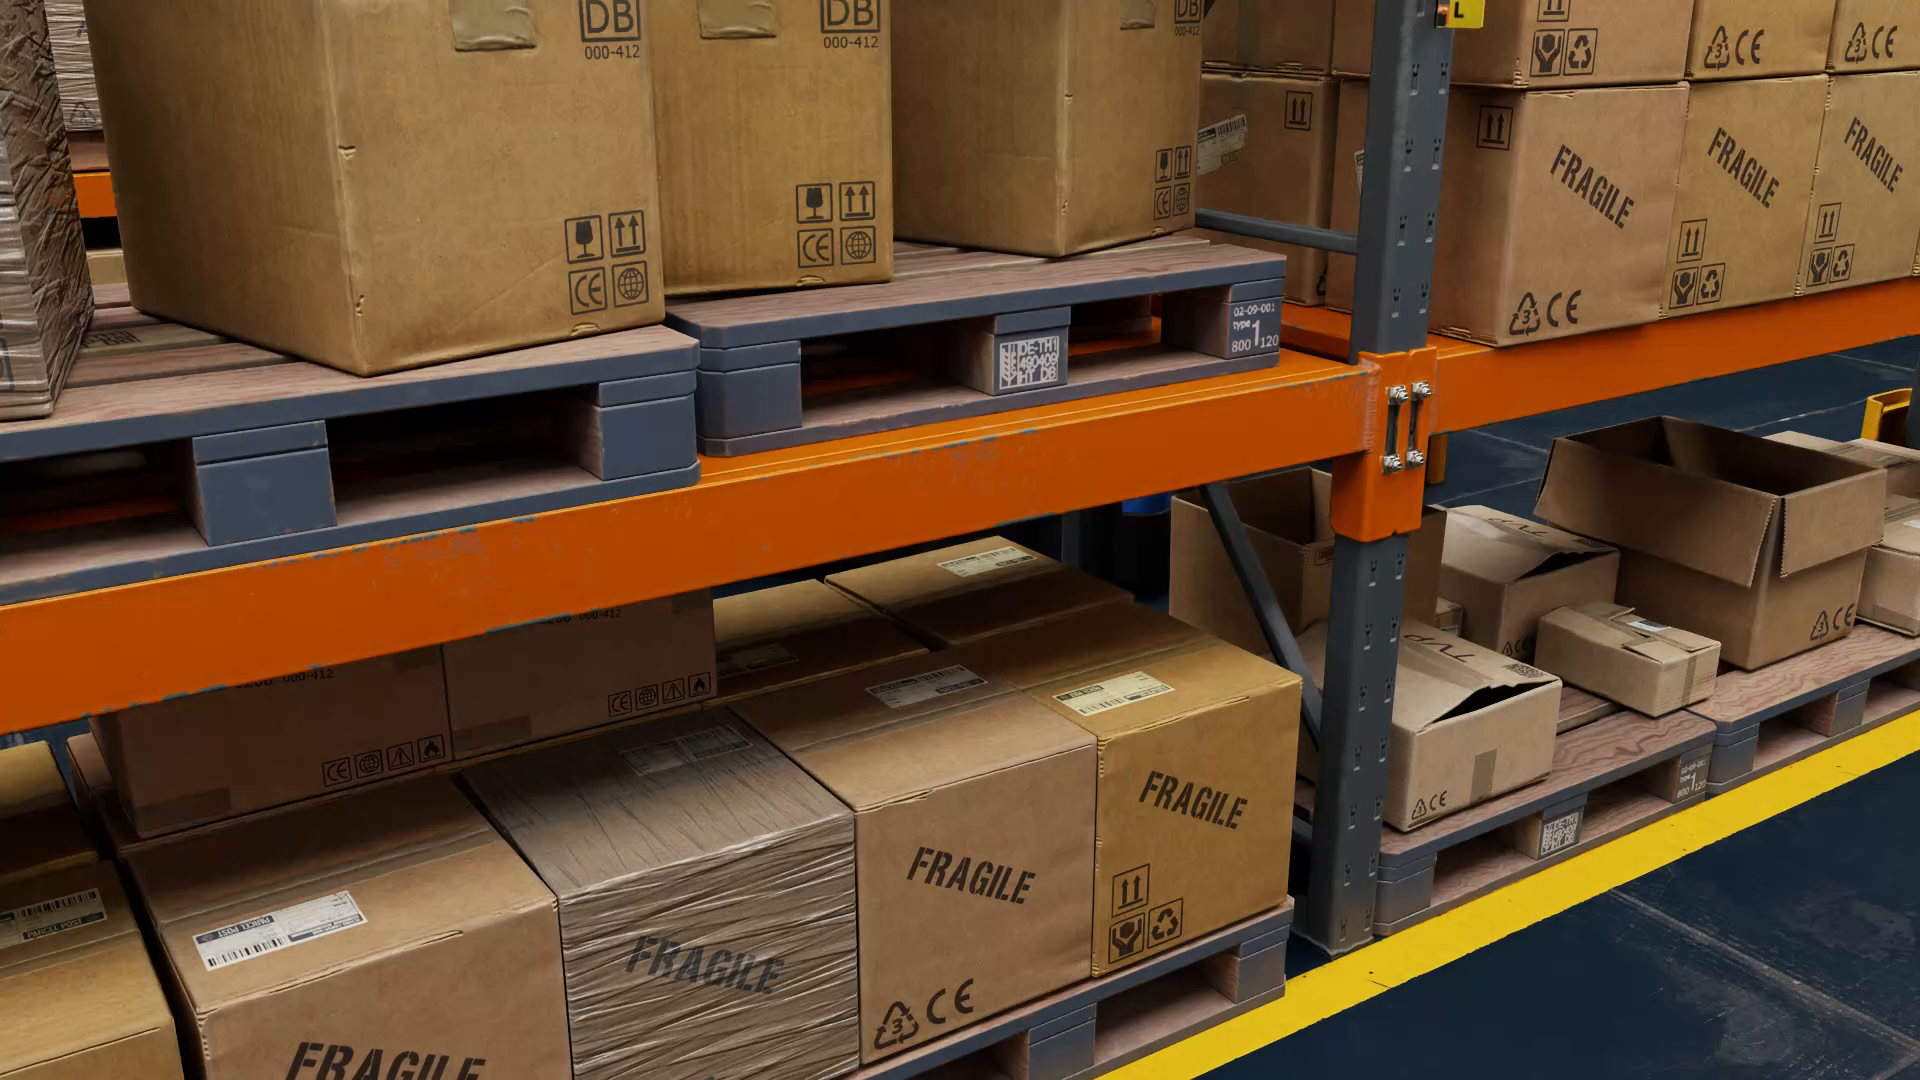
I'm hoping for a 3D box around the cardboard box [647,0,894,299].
[{"bbox_3d":[-0.482,-0.746,2.956,0.500,0.500,0.700,-8,20,-23],"label":"cardboard box"}]

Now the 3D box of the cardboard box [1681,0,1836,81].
[{"bbox_3d":[1.555,-1.281,3.633,0.500,0.500,0.500,-13,22,-33],"label":"cardboard box"}]

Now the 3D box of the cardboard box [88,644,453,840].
[{"bbox_3d":[-1.216,0.244,2.885,0.500,0.250,0.500,-12,22,-32],"label":"cardboard box"}]

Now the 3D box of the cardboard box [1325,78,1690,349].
[{"bbox_3d":[1.152,-0.726,3.551,0.500,0.500,0.500,-11,22,-30],"label":"cardboard box"}]

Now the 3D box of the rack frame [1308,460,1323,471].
[{"bbox_3d":[1.140,-0.760,6.152,0.500,1.500,0.032,15,24,37],"label":"rack frame"}]

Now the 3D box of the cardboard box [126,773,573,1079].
[{"bbox_3d":[-0.938,0.741,2.585,0.500,0.500,0.500,-13,23,-33],"label":"cardboard box"}]

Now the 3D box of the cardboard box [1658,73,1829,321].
[{"bbox_3d":[1.578,-0.817,3.821,0.500,0.500,0.500,-11,22,-30],"label":"cardboard box"}]

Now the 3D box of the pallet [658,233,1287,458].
[{"bbox_3d":[-0.151,-0.459,3.218,1.213,0.211,1.003,-12,22,-31],"label":"pallet"}]

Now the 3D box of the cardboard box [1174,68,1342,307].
[{"bbox_3d":[0.853,-0.865,3.965,0.500,0.500,0.500,-11,22,-31],"label":"cardboard box"}]

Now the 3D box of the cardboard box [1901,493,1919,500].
[{"bbox_3d":[3.211,-0.023,5.367,0.250,0.166,0.380,-12,22,-31],"label":"cardboard box"}]

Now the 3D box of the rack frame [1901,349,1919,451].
[{"bbox_3d":[3.917,-1.366,5.601,0.127,3.000,1.000,-12,22,-31],"label":"rack frame"}]

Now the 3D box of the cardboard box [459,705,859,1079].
[{"bbox_3d":[-0.515,0.651,2.852,0.500,0.500,0.500,-12,22,-31],"label":"cardboard box"}]

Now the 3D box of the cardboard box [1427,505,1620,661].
[{"bbox_3d":[1.522,0.096,4.790,0.500,0.311,0.500,-12,22,-31],"label":"cardboard box"}]

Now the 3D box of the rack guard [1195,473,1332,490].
[{"bbox_3d":[1.153,-0.173,6.367,0.587,0.250,0.087,15,24,37],"label":"rack guard"}]

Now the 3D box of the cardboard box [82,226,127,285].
[{"bbox_3d":[-3.363,-0.860,6.805,0.750,0.750,0.750,-11,22,-30],"label":"cardboard box"}]

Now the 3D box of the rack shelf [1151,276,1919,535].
[{"bbox_3d":[2.247,-0.673,4.675,4.000,0.370,1.077,-12,22,-31],"label":"rack shelf"}]

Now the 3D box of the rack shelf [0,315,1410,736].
[{"bbox_3d":[-1.094,0.032,2.591,4.000,0.370,1.077,-12,22,-31],"label":"rack shelf"}]

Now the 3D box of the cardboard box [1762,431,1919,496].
[{"bbox_3d":[2.889,-0.164,5.652,0.500,0.250,0.500,-12,22,-31],"label":"cardboard box"}]

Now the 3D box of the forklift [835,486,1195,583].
[{"bbox_3d":[-0.666,-1.445,5.943,3.031,2.935,1.130,4,19,13],"label":"forklift"}]

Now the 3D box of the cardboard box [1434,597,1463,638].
[{"bbox_3d":[1.176,0.222,4.668,0.250,0.149,0.380,-12,22,-31],"label":"cardboard box"}]

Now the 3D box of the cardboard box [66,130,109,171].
[{"bbox_3d":[-3.363,-1.529,6.444,0.250,0.149,0.380,-13,22,-33],"label":"cardboard box"}]

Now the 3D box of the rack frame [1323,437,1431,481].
[{"bbox_3d":[1.787,-1.012,6.896,0.500,1.500,0.032,15,24,37],"label":"rack frame"}]

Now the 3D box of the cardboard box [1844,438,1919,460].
[{"bbox_3d":[3.378,-0.242,6.041,0.250,0.149,0.380,-12,22,-31],"label":"cardboard box"}]

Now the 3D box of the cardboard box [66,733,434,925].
[{"bbox_3d":[-1.245,0.606,2.984,0.500,0.500,0.500,-13,23,-33],"label":"cardboard box"}]

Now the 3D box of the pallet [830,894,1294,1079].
[{"bbox_3d":[-0.082,0.813,3.510,1.213,0.211,1.003,-12,22,-31],"label":"pallet"}]

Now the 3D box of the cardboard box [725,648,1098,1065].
[{"bbox_3d":[-0.096,0.563,3.112,0.500,0.500,0.500,-12,22,-31],"label":"cardboard box"}]

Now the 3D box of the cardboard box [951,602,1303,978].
[{"bbox_3d":[0.322,0.478,3.363,0.500,0.500,0.500,-12,22,-32],"label":"cardboard box"}]

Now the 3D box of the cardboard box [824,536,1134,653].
[{"bbox_3d":[0.038,0.334,3.788,0.500,0.500,0.500,-13,23,-34],"label":"cardboard box"}]

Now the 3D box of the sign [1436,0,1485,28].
[{"bbox_3d":[0.884,-1.062,2.895,0.005,0.325,0.100,-12,22,-31],"label":"sign"}]

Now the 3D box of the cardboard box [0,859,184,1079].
[{"bbox_3d":[-1.371,0.835,2.309,0.500,0.500,0.500,-12,22,-32],"label":"cardboard box"}]

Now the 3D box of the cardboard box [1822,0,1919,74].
[{"bbox_3d":[1.985,-1.372,3.901,0.500,0.500,0.500,-13,22,-33],"label":"cardboard box"}]

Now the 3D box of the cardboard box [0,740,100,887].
[{"bbox_3d":[-1.680,0.700,2.706,0.500,0.500,0.500,-13,23,-33],"label":"cardboard box"}]

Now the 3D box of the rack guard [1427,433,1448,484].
[{"bbox_3d":[1.786,-0.419,7.095,0.587,0.250,0.087,15,24,37],"label":"rack guard"}]

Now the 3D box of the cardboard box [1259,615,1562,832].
[{"bbox_3d":[1.046,0.388,3.925,0.500,0.311,0.500,-12,22,-31],"label":"cardboard box"}]

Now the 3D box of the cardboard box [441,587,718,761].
[{"bbox_3d":[-0.797,0.155,3.147,0.500,0.250,0.500,-12,22,-31],"label":"cardboard box"}]

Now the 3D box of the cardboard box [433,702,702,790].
[{"bbox_3d":[-0.823,0.517,3.247,0.500,0.500,0.500,-12,22,-31],"label":"cardboard box"}]

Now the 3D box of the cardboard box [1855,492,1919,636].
[{"bbox_3d":[2.788,0.049,5.022,0.500,0.250,0.500,-12,22,-31],"label":"cardboard box"}]

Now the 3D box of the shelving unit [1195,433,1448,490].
[{"bbox_3d":[1.469,-0.888,6.531,0.587,1.500,1.083,15,24,37],"label":"shelving unit"}]

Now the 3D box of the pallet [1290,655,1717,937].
[{"bbox_3d":[1.150,0.539,4.321,1.213,0.211,1.003,-12,22,-31],"label":"pallet"}]

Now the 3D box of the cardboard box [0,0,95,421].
[{"bbox_3d":[-1.432,-0.454,2.093,0.500,0.500,0.700,-8,20,-21],"label":"cardboard box"}]

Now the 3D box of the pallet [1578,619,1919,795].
[{"bbox_3d":[2.170,0.323,4.961,1.213,0.211,1.003,-12,22,-31],"label":"pallet"}]

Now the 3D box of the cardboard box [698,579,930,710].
[{"bbox_3d":[-0.401,0.431,3.501,0.500,0.500,0.500,-12,22,-31],"label":"cardboard box"}]

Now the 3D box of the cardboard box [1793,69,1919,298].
[{"bbox_3d":[1.997,-0.904,4.079,0.500,0.500,0.500,-12,22,-32],"label":"cardboard box"}]

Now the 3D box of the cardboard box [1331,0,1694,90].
[{"bbox_3d":[1.124,-1.190,3.364,0.500,0.500,0.500,-11,22,-30],"label":"cardboard box"}]

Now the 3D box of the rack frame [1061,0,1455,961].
[{"bbox_3d":[0.576,-0.661,3.517,0.127,3.000,1.000,-12,22,-31],"label":"rack frame"}]

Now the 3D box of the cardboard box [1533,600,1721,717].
[{"bbox_3d":[1.763,0.301,4.407,0.250,0.166,0.380,-12,22,-31],"label":"cardboard box"}]

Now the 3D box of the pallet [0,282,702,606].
[{"bbox_3d":[-1.143,-0.210,2.481,1.213,0.211,1.003,-12,22,-31],"label":"pallet"}]

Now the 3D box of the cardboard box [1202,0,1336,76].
[{"bbox_3d":[0.856,-1.341,3.810,0.500,0.500,0.500,-12,22,-31],"label":"cardboard box"}]

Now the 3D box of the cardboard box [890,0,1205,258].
[{"bbox_3d":[0.058,-0.884,3.364,0.700,0.500,0.500,14,23,35],"label":"cardboard box"}]

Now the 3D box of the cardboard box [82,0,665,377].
[{"bbox_3d":[-0.865,-0.580,2.465,0.700,0.500,0.500,16,24,39],"label":"cardboard box"}]

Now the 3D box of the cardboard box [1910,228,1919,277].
[{"bbox_3d":[2.421,-0.994,4.346,0.500,0.500,0.500,-12,22,-32],"label":"cardboard box"}]

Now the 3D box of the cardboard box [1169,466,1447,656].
[{"bbox_3d":[0.896,0.138,4.369,0.500,0.500,0.500,-12,22,-31],"label":"cardboard box"}]

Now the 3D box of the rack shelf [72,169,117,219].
[{"bbox_3d":[-3.822,-1.293,6.508,4.000,0.370,1.077,-12,22,-31],"label":"rack shelf"}]

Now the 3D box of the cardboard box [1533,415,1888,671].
[{"bbox_3d":[2.142,-0.019,4.830,0.637,0.503,0.797,-12,22,-31],"label":"cardboard box"}]

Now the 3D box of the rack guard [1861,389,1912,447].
[{"bbox_3d":[3.853,-0.168,5.962,0.348,0.500,1.175,-12,22,-31],"label":"rack guard"}]

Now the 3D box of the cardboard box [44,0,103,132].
[{"bbox_3d":[-3.243,-1.856,6.399,0.500,0.500,0.500,-12,22,-31],"label":"cardboard box"}]
